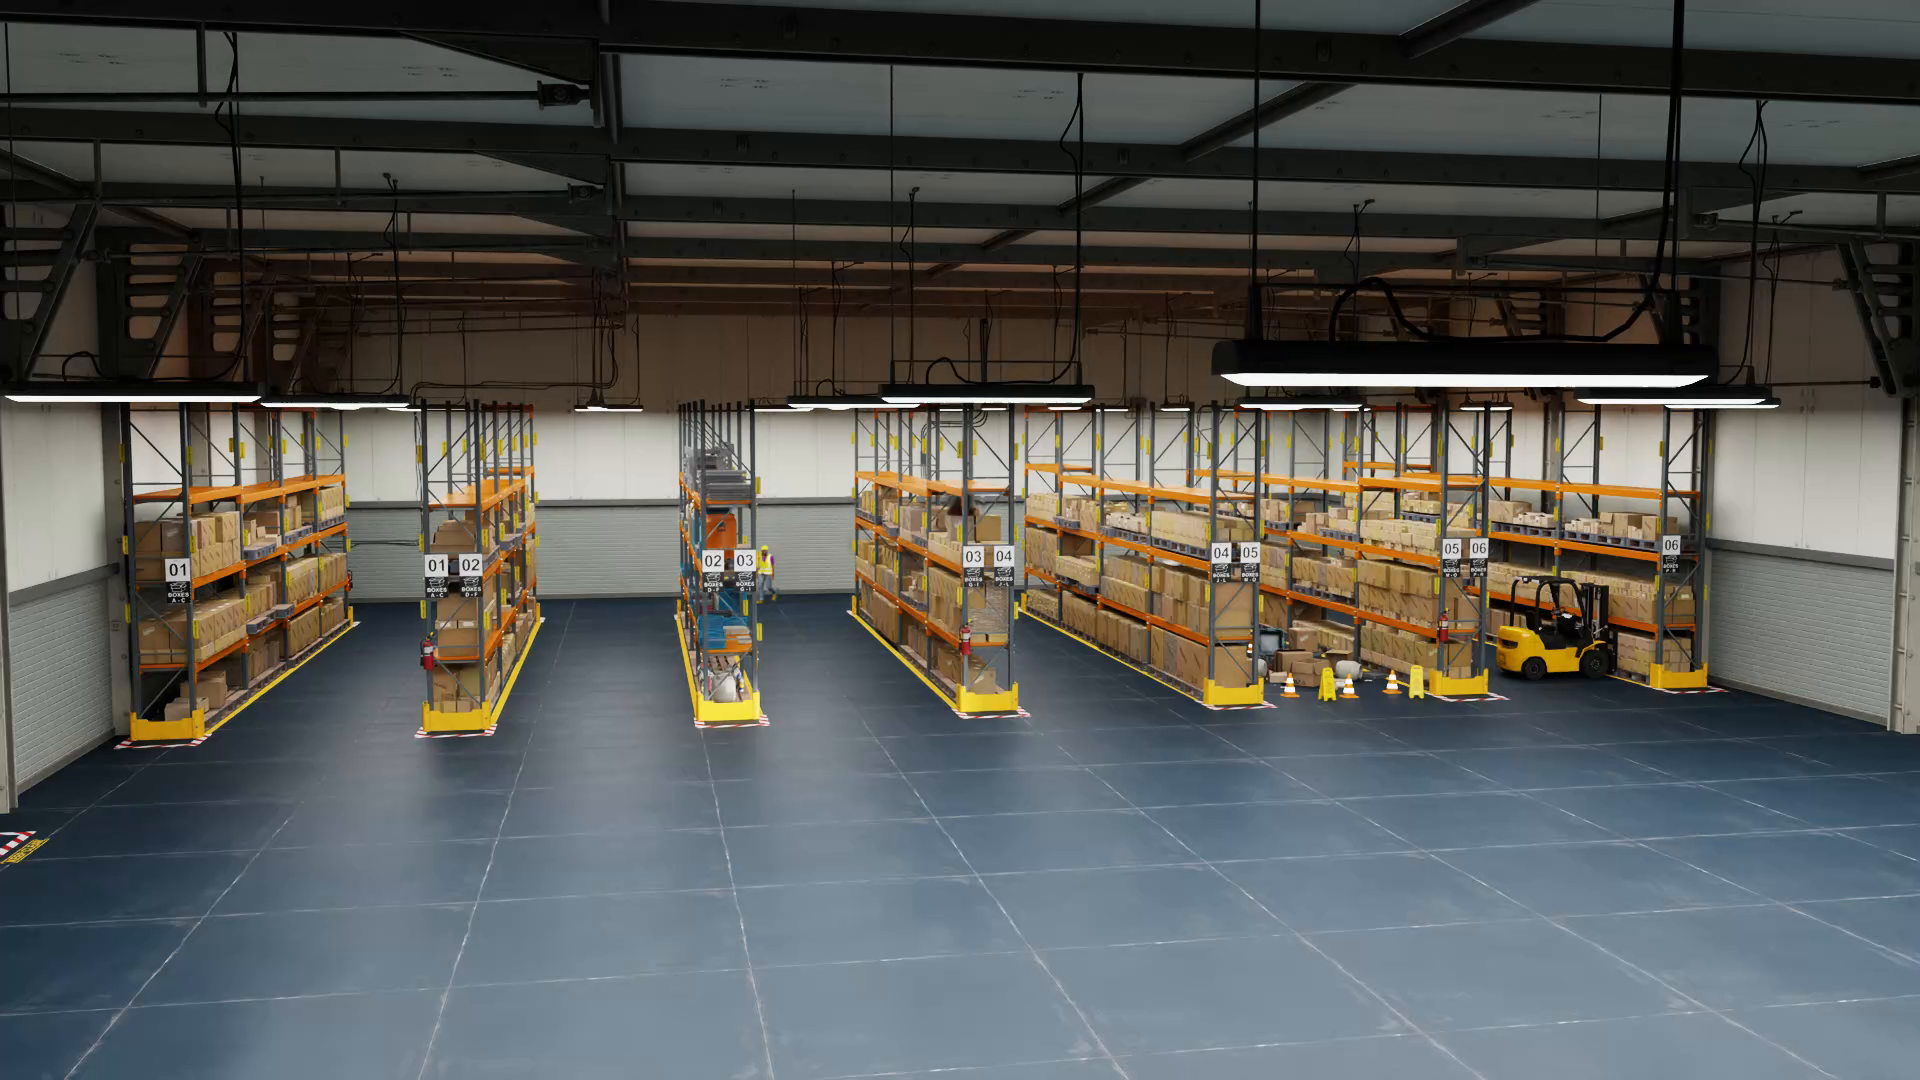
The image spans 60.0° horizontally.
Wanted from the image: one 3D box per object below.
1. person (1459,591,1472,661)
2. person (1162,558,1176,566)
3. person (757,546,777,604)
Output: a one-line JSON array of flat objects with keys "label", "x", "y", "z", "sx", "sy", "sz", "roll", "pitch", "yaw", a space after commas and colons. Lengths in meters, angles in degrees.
[{"label": "person", "x": 11.609, "y": 2.000, "z": 38.363, "sx": 0.419, "sy": 1.675, "sz": 0.473, "roll": 1, "pitch": 4, "yaw": 13}, {"label": "person", "x": 6.578, "y": 0.908, "z": 52.209, "sx": 0.856, "sy": 1.739, "sz": 0.566, "roll": -1, "pitch": 5, "yaw": -18}, {"label": "person", "x": -5.905, "y": 1.041, "z": 50.418, "sx": 0.569, "sy": 1.756, "sz": 0.791, "roll": 2, "pitch": 5, "yaw": 22}]
